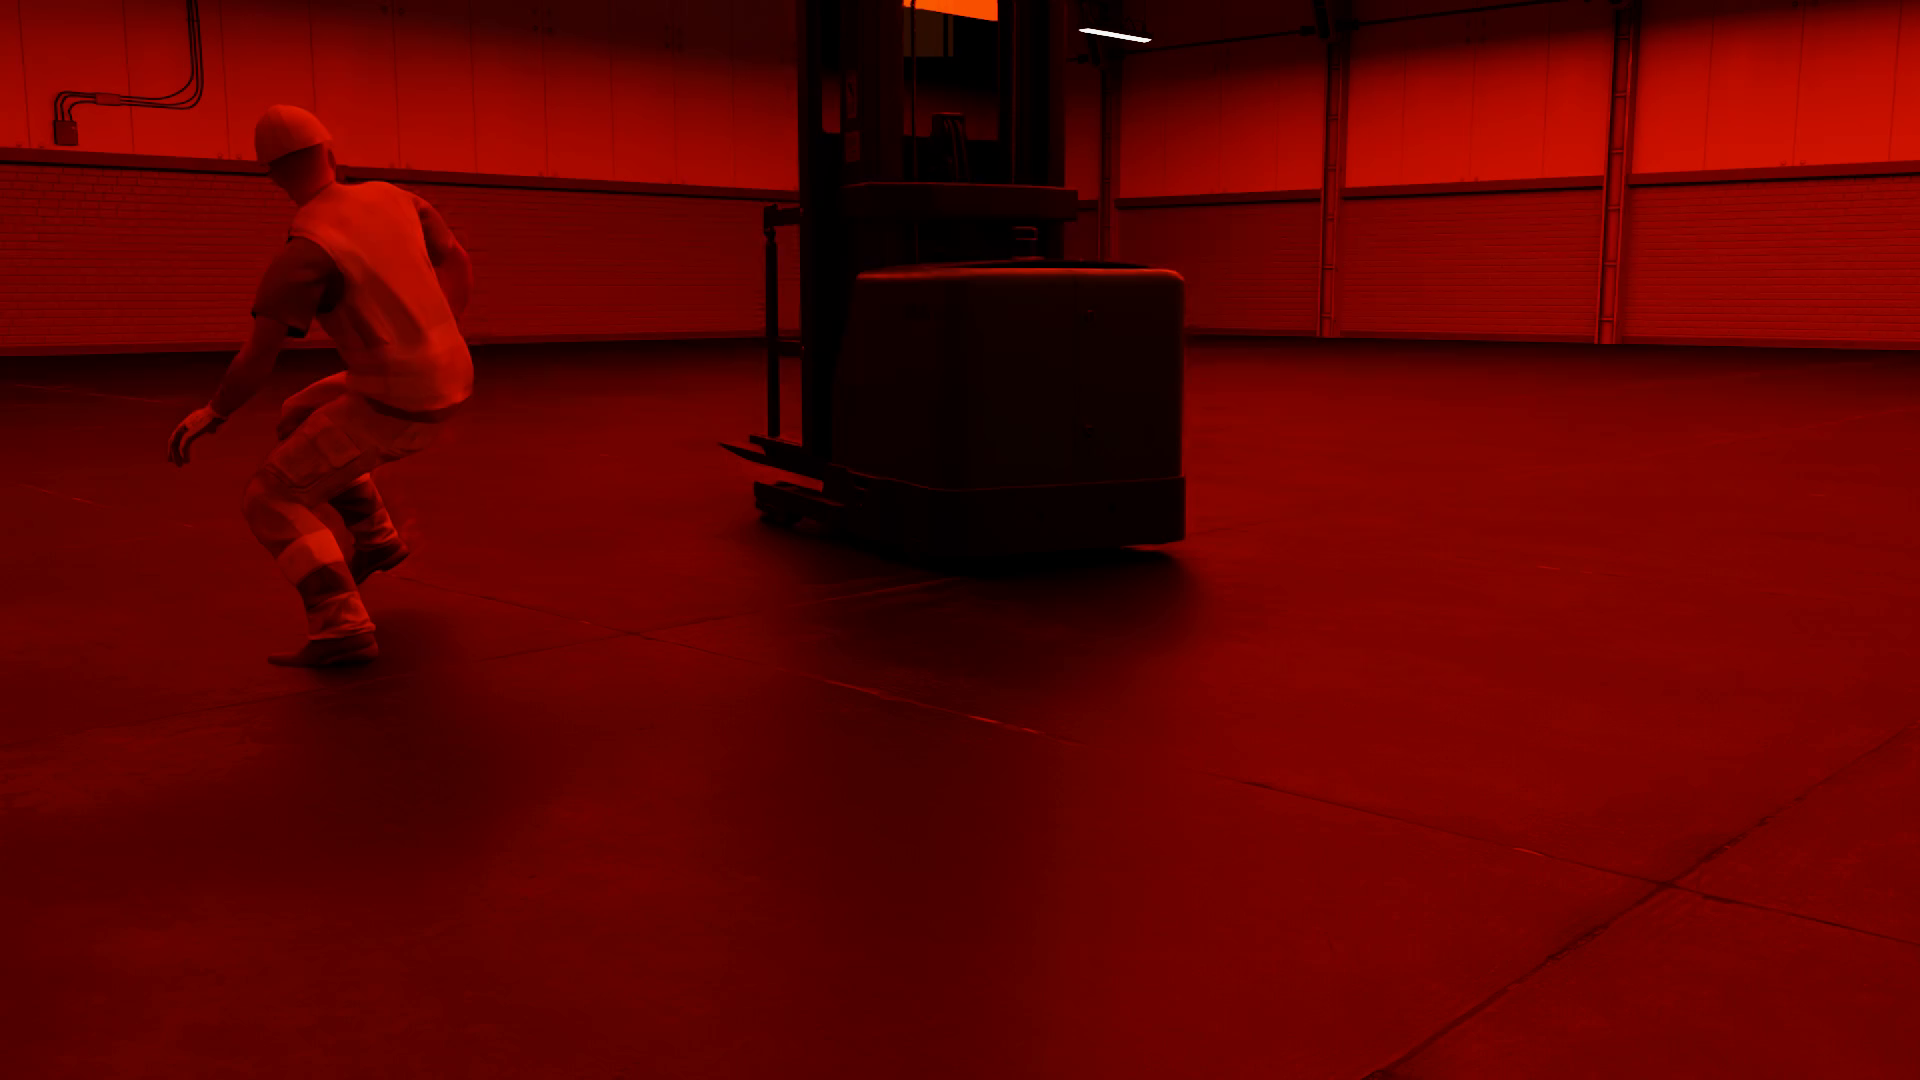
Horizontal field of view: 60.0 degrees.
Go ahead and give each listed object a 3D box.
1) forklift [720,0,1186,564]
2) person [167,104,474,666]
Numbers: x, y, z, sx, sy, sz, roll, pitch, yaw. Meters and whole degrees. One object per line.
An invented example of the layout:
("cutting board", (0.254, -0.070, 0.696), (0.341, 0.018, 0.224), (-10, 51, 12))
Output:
("forklift", (-0.257, -1.545, 7.134), (1.130, 2.935, 3.031), (-4, 10, -26))
("person", (-1.766, -0.447, 4.751), (0.678, 1.535, 0.811), (1, 9, 7))
